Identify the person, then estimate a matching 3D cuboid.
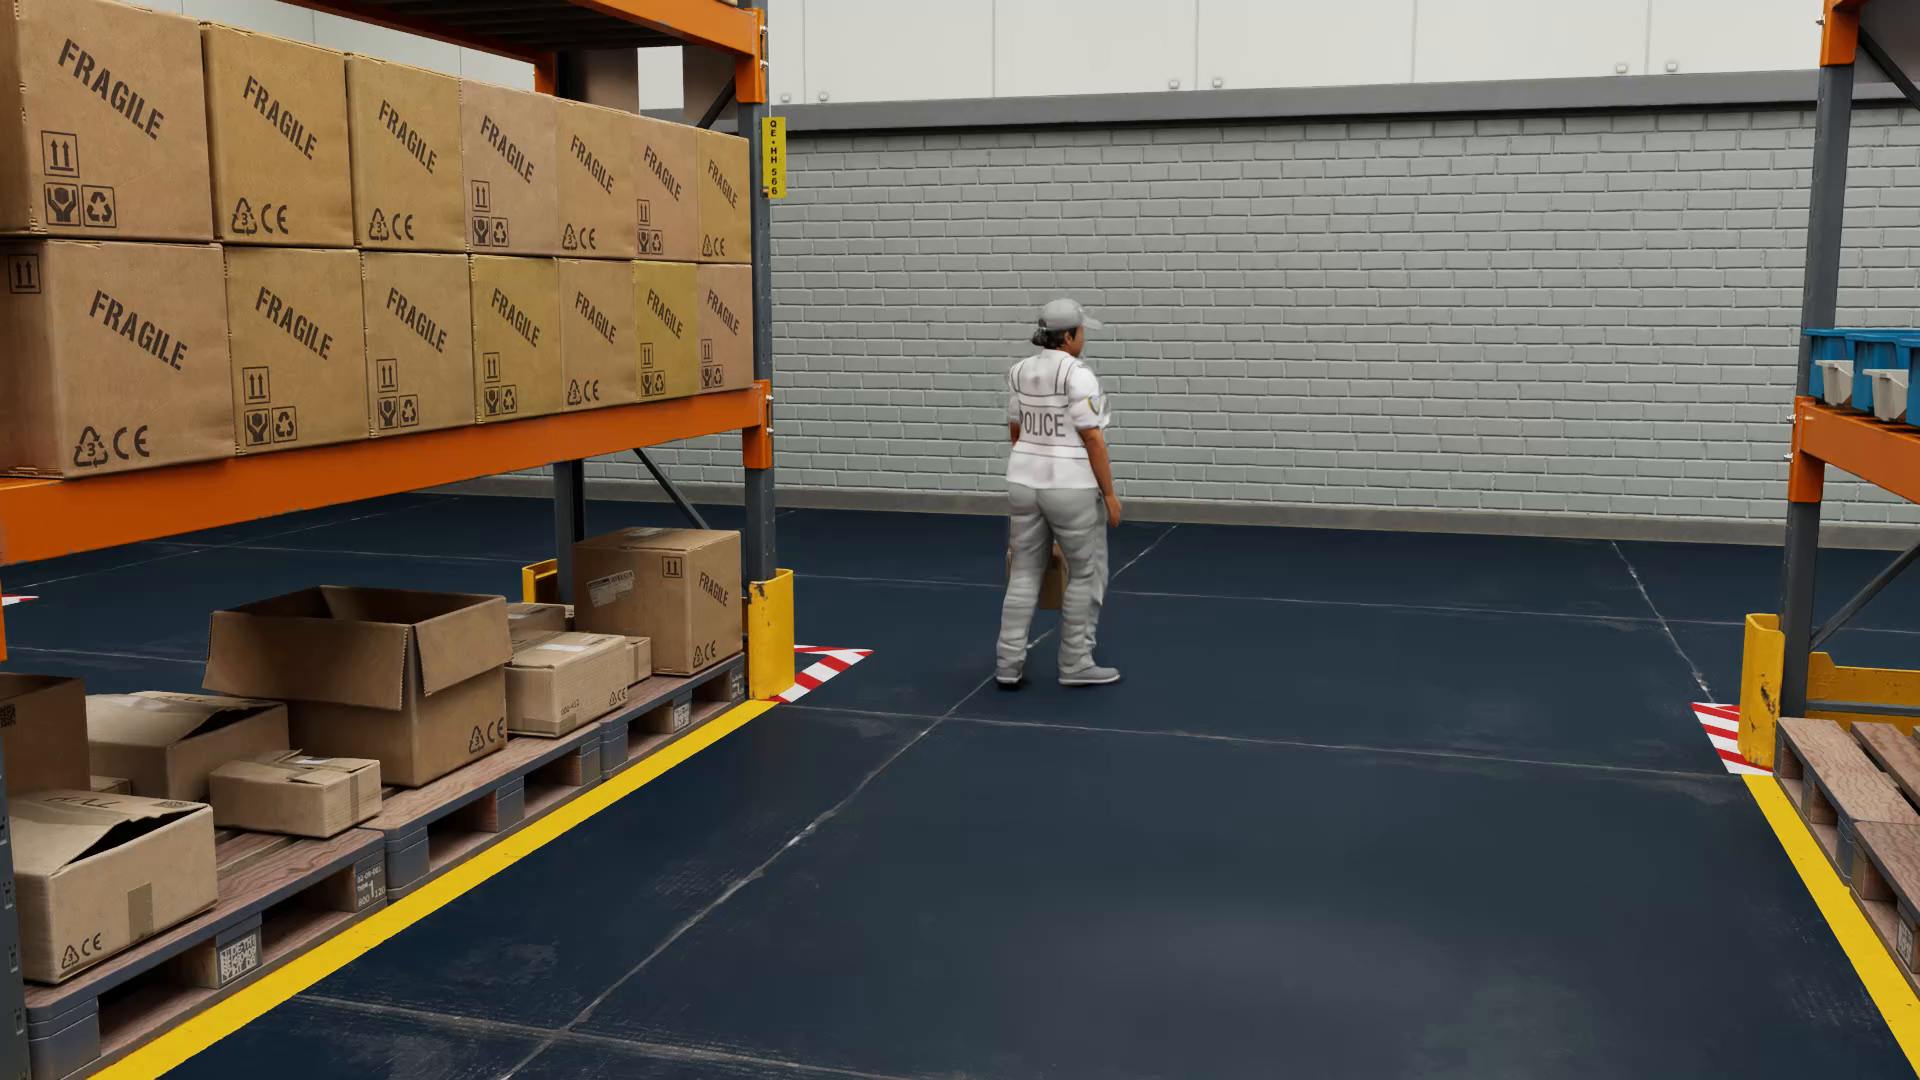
[{"bbox_3d":[0.417,-0.194,7.126,0.540,1.664,0.524,8,12,43],"label":"person"}]
